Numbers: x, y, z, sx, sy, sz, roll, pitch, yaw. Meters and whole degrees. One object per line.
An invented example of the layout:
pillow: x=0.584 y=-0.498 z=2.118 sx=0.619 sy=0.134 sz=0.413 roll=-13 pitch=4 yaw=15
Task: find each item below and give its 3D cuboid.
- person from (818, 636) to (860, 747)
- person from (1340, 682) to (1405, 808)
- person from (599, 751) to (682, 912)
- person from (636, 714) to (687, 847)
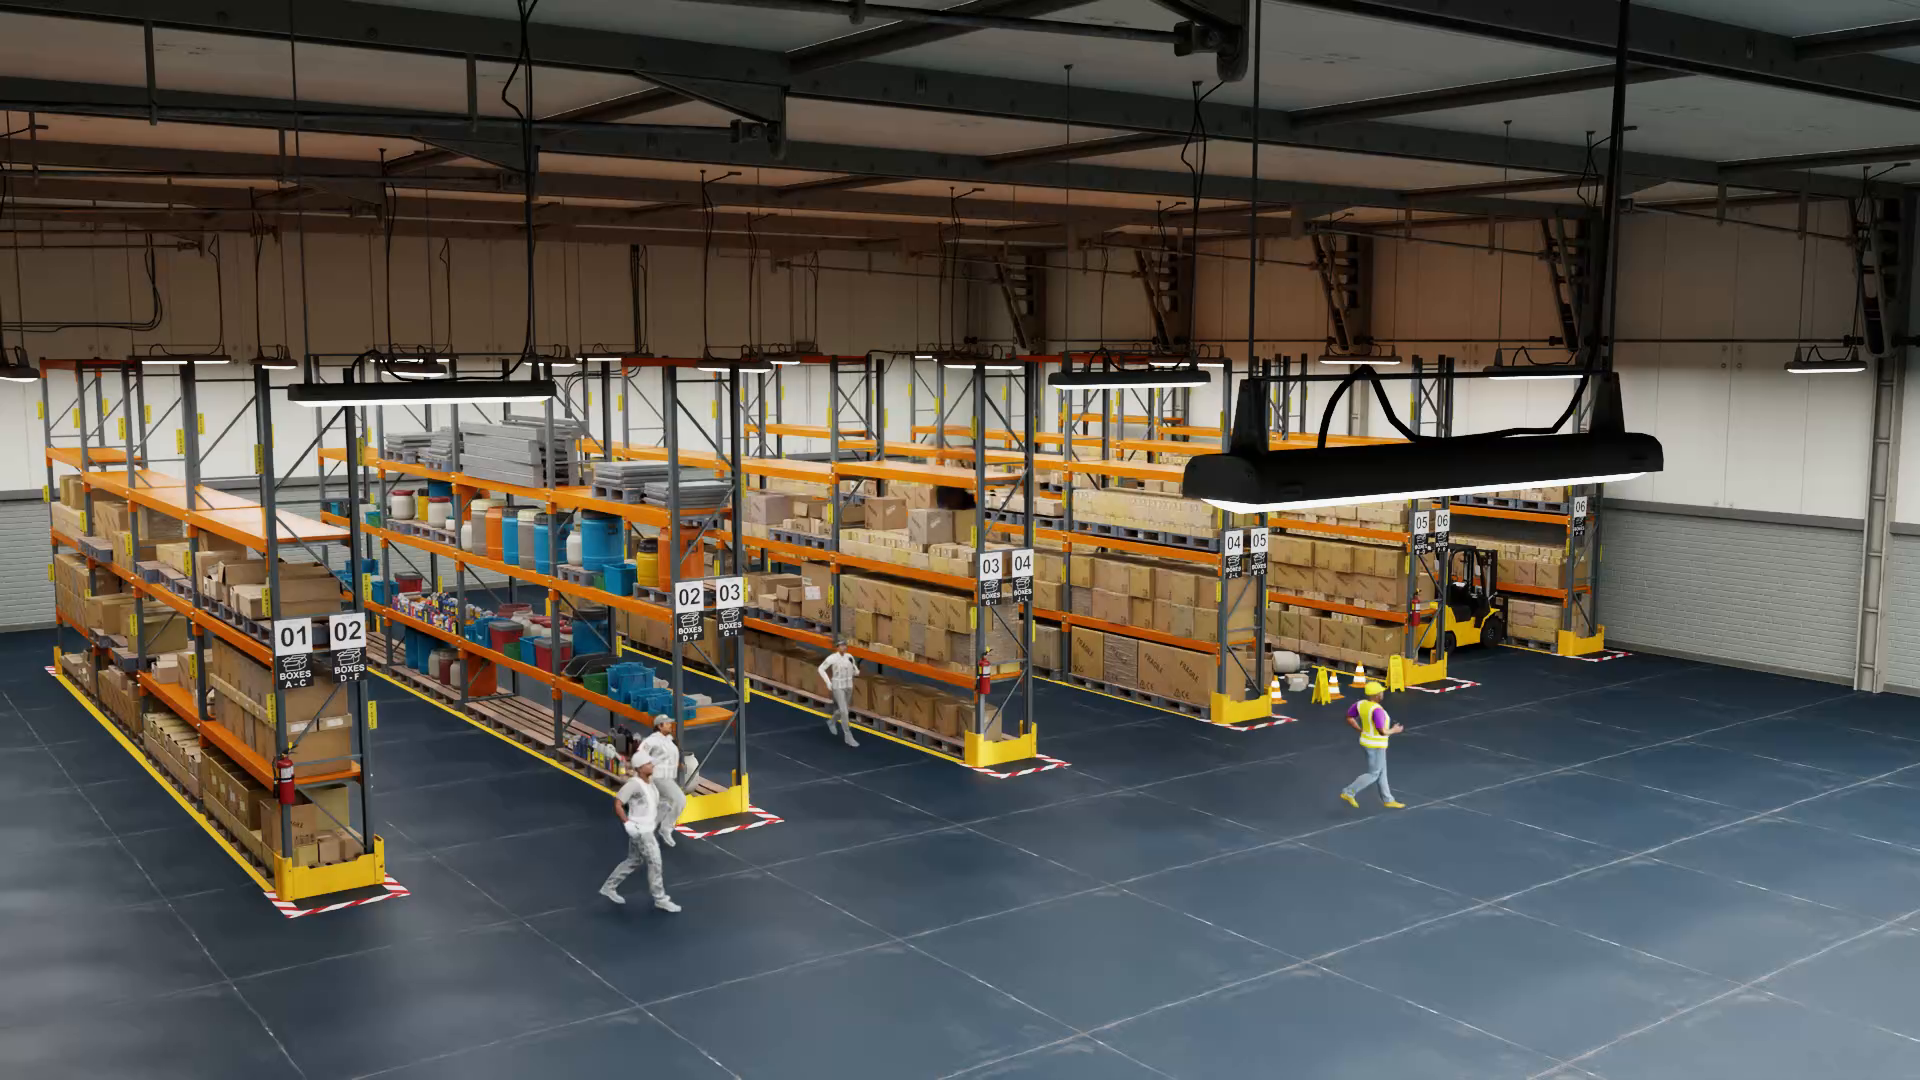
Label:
person: x=-1.860 y=2.339 z=26.144 sx=0.611 sy=1.676 sz=0.940 roll=-6 pitch=9 yaw=-41
person: x=5.545 y=2.762 z=22.260 sx=0.970 sy=1.760 sz=0.698 roll=-1 pitch=7 yaw=-11
person: x=-3.566 y=3.230 z=18.473 sx=0.915 sy=1.805 sz=0.676 roll=-1 pitch=7 yaw=-5
person: x=-3.707 y=3.004 z=20.948 sx=0.629 sy=1.605 sz=0.602 roll=1 pitch=7 yaw=11
